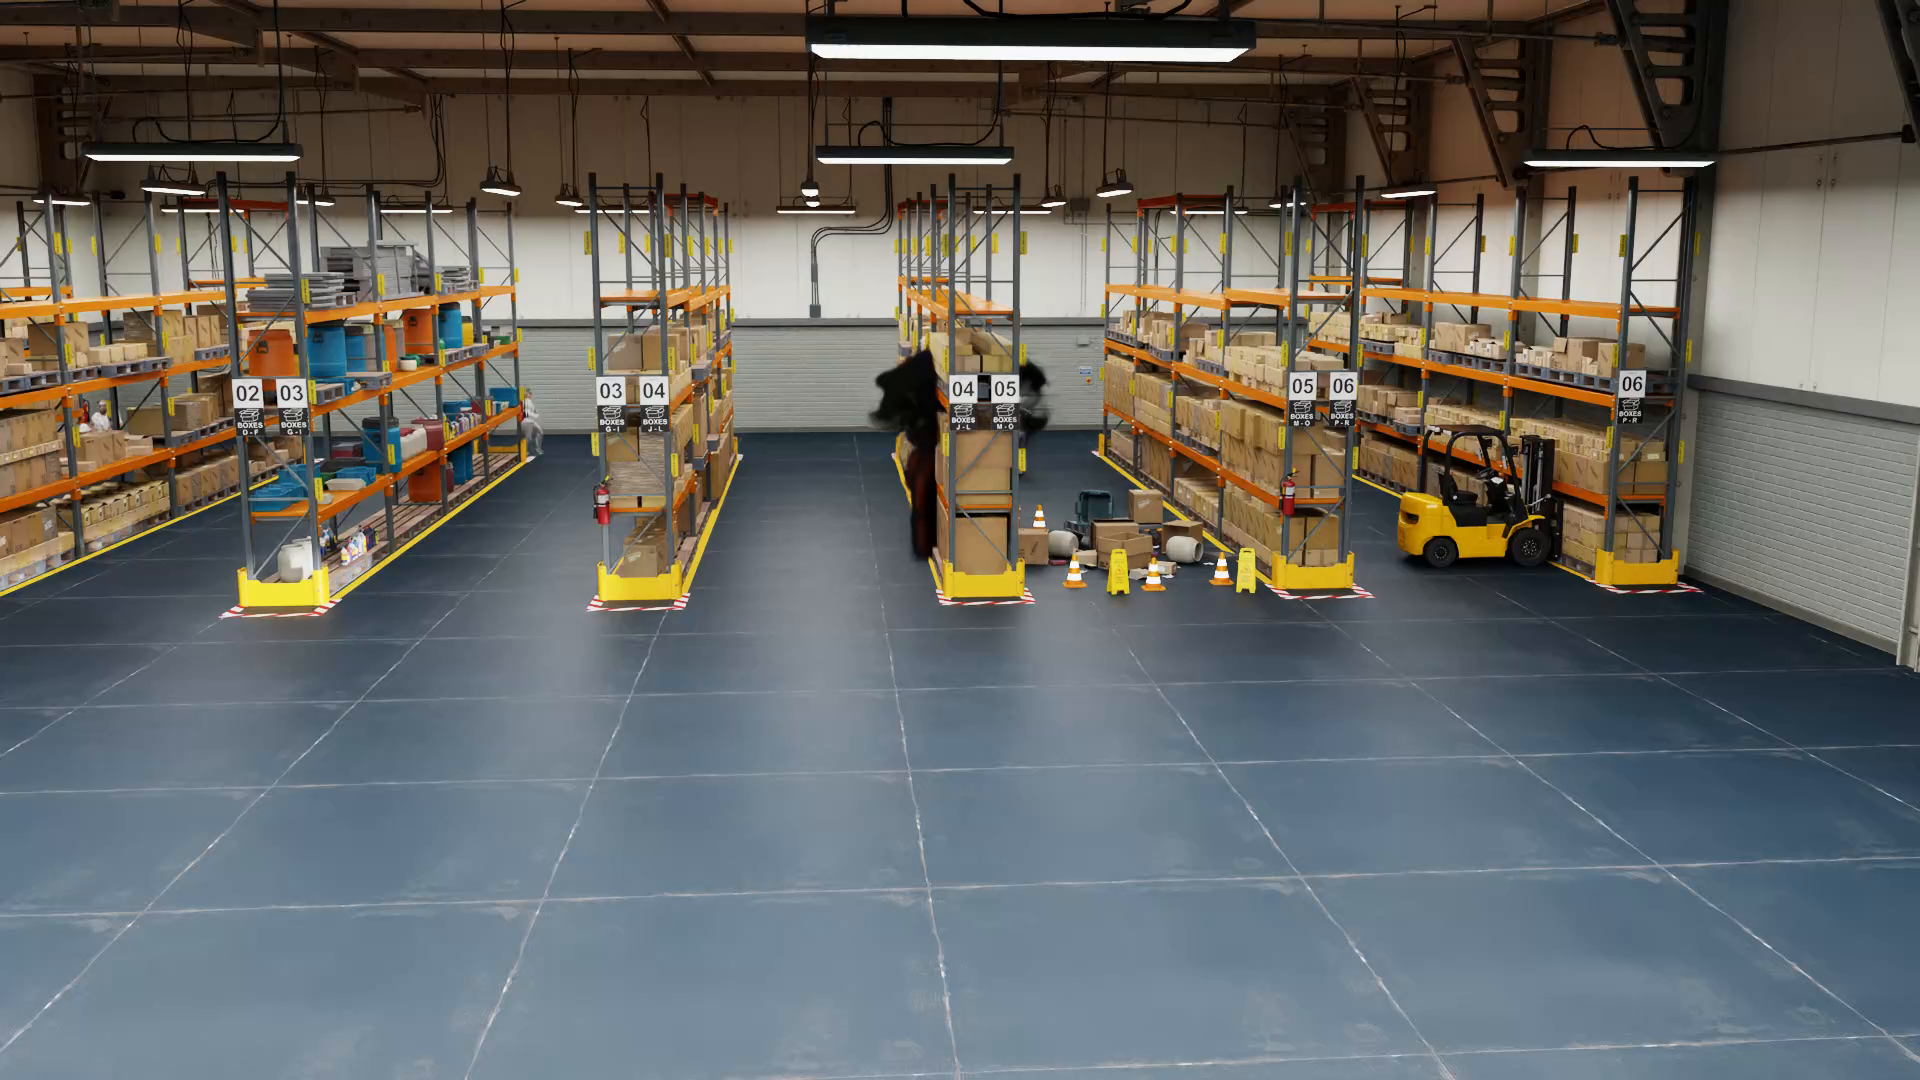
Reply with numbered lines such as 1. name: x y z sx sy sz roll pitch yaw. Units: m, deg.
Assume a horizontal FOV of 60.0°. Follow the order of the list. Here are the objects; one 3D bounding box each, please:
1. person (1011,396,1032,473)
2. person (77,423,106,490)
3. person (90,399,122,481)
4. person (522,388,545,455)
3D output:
1. person: 1.266 -2.376 37.128 0.682 1.716 0.700 -2 10 -11
2. person: -16.654 -1.416 31.969 0.697 1.731 1.050 -1 10 -3
3. person: -18.482 -2.181 36.010 0.664 1.745 0.741 -2 10 -14
4. person: -10.415 -2.826 40.199 0.676 1.706 0.612 -1 10 -8
